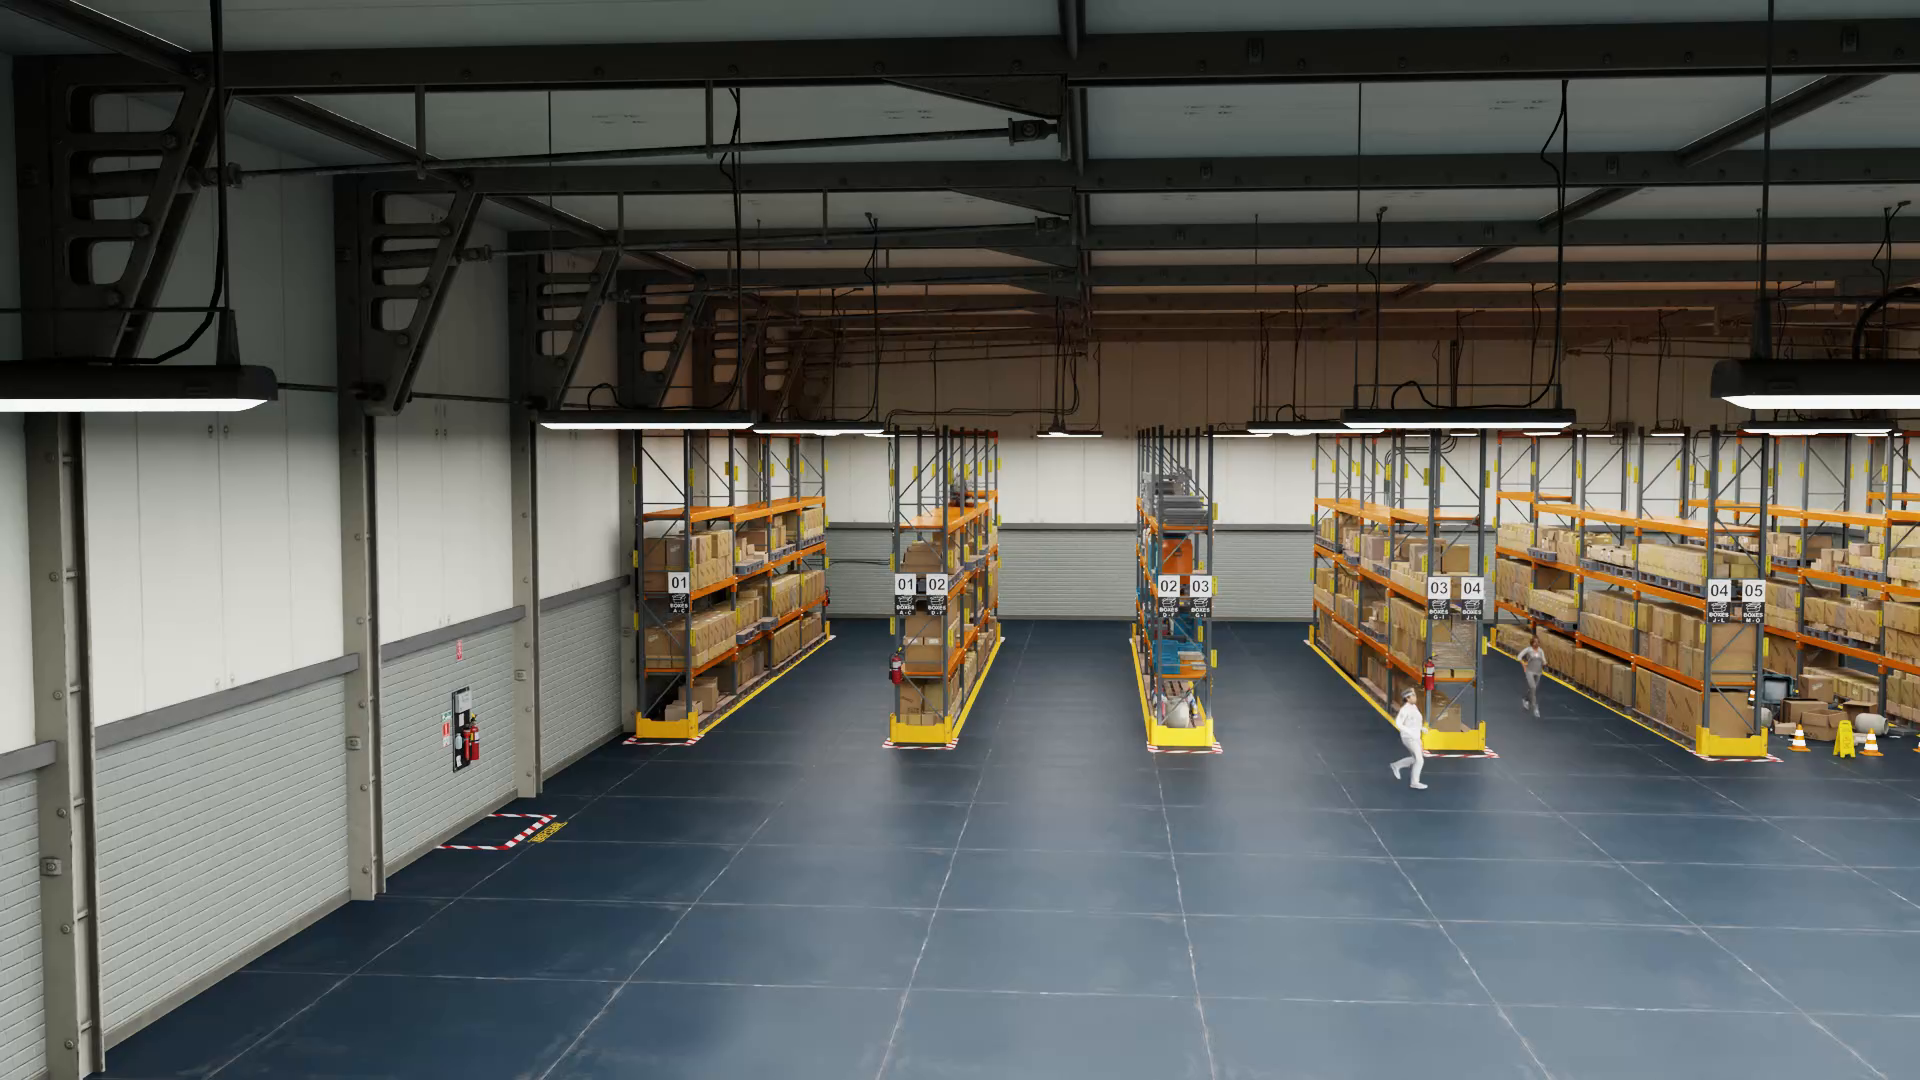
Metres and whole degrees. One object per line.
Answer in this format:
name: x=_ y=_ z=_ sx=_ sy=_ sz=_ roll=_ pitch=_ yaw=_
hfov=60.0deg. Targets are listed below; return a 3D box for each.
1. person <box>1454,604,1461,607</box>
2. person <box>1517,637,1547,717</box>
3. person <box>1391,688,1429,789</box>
person: x=13.565 y=2.187 z=45.587 sx=0.603 sy=1.616 sz=0.489 roll=2 pitch=4 yaw=25
person: x=11.984 y=2.823 z=34.771 sx=0.535 sy=1.623 sz=0.837 roll=-1 pitch=3 yaw=-9
person: x=7.387 y=3.246 z=27.396 sx=0.666 sy=1.651 sz=0.619 roll=3 pitch=4 yaw=37
